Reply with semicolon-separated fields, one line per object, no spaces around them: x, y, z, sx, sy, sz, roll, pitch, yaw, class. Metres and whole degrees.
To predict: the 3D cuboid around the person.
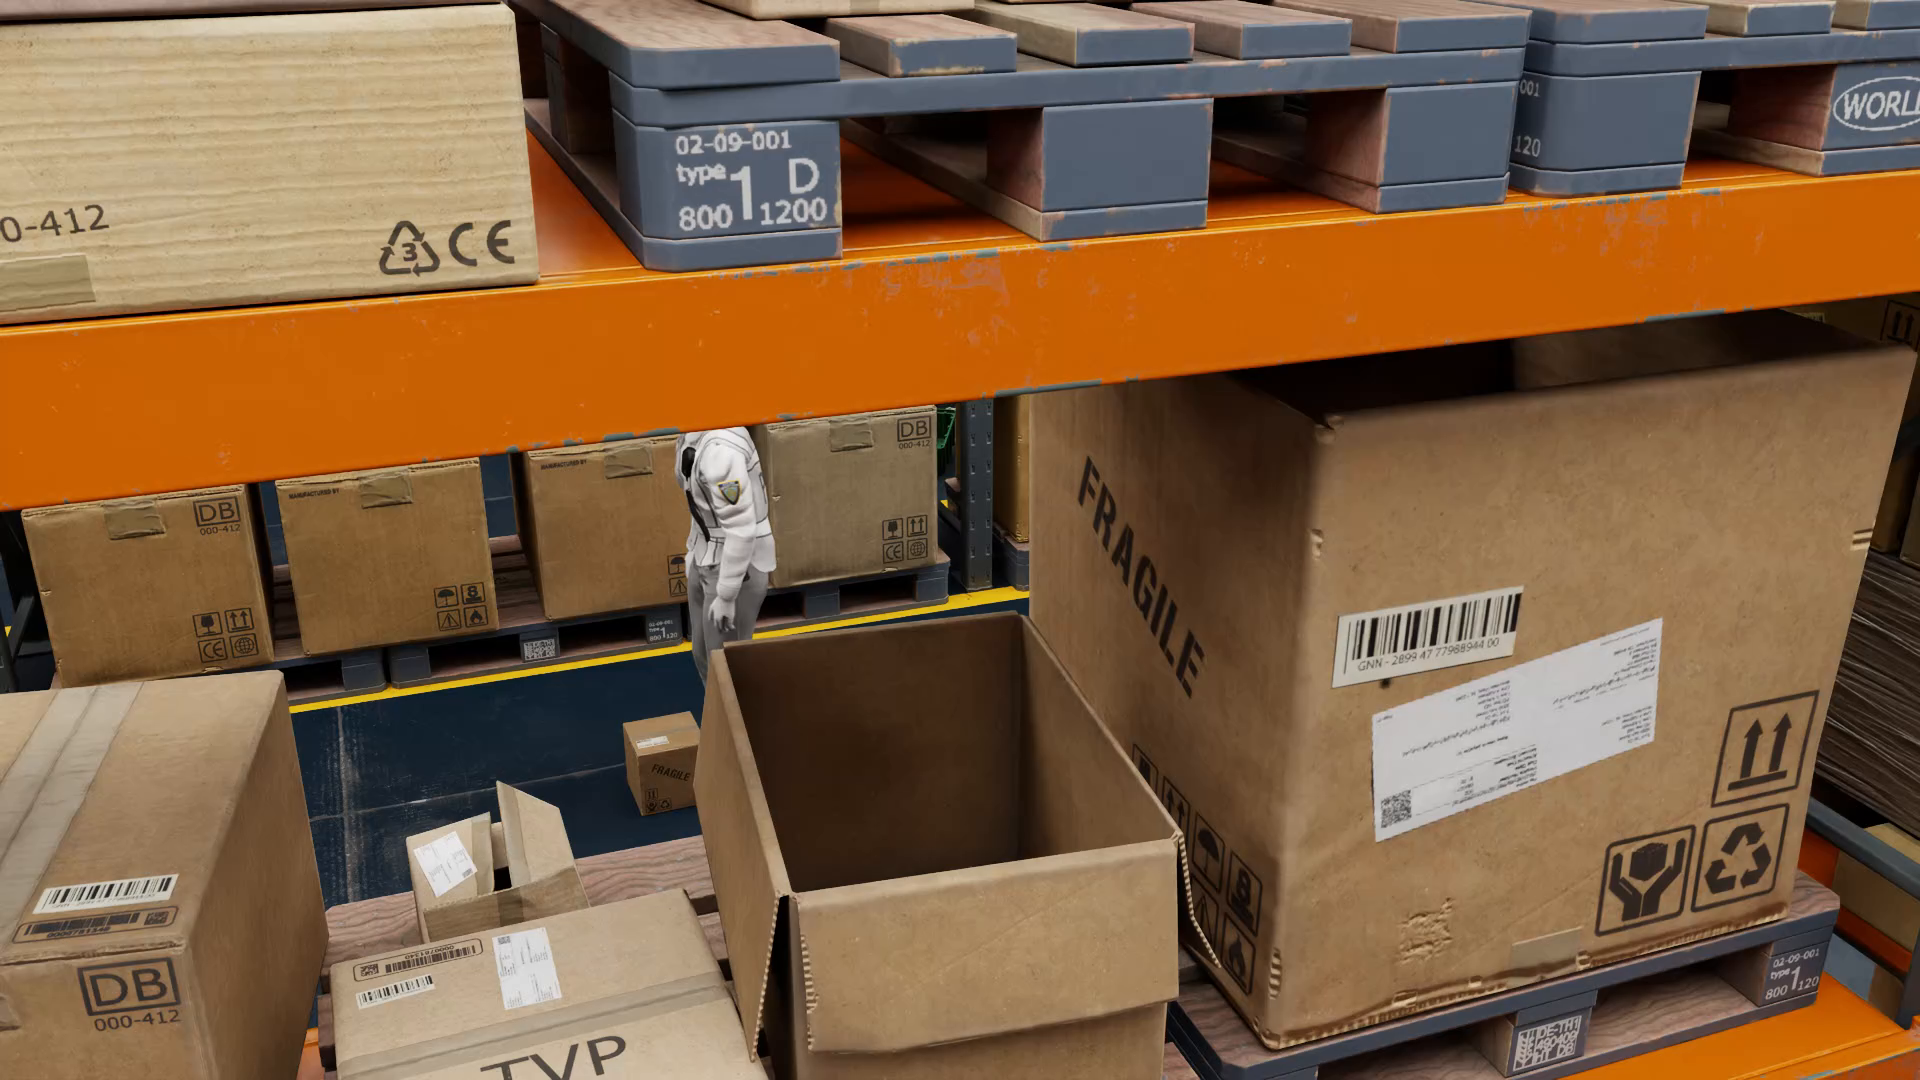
-0.840;0.116;5.810;0.373;1.664;0.528;-8;24;-19;person
